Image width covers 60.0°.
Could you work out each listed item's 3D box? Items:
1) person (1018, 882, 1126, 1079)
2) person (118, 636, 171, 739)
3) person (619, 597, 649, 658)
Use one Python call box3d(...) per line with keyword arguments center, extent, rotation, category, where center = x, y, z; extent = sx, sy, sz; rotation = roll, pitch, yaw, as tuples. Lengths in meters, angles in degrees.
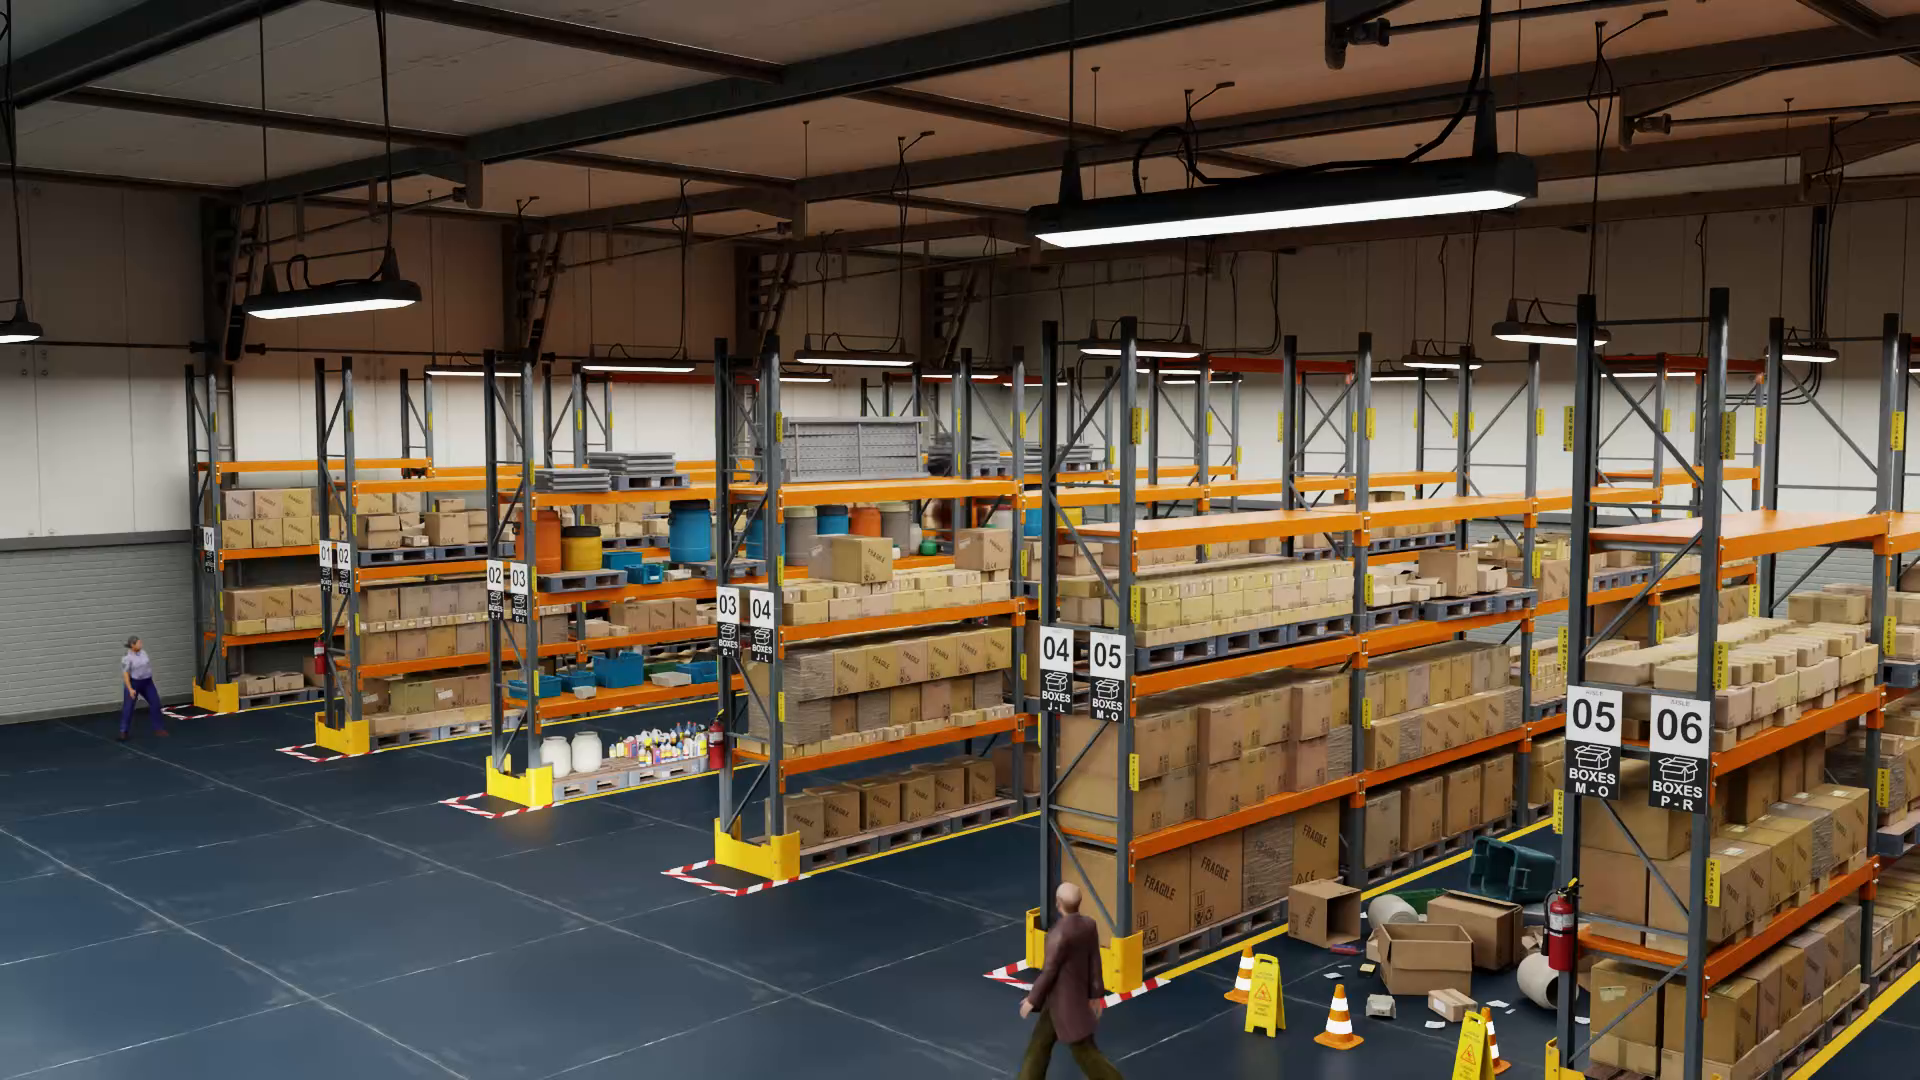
box3d(center=(0.764, 3.359, 12.134), extent=(1.120, 1.739, 0.525), rotation=(0, 4, 6), category="person")
box3d(center=(-12.999, 2.348, 26.382), extent=(0.583, 1.657, 0.671), rotation=(3, 5, 32), category="person")
box3d(center=(-6.151, 1.896, 31.247), extent=(0.600, 1.777, 0.626), rotation=(-1, 5, -16), category="person")
